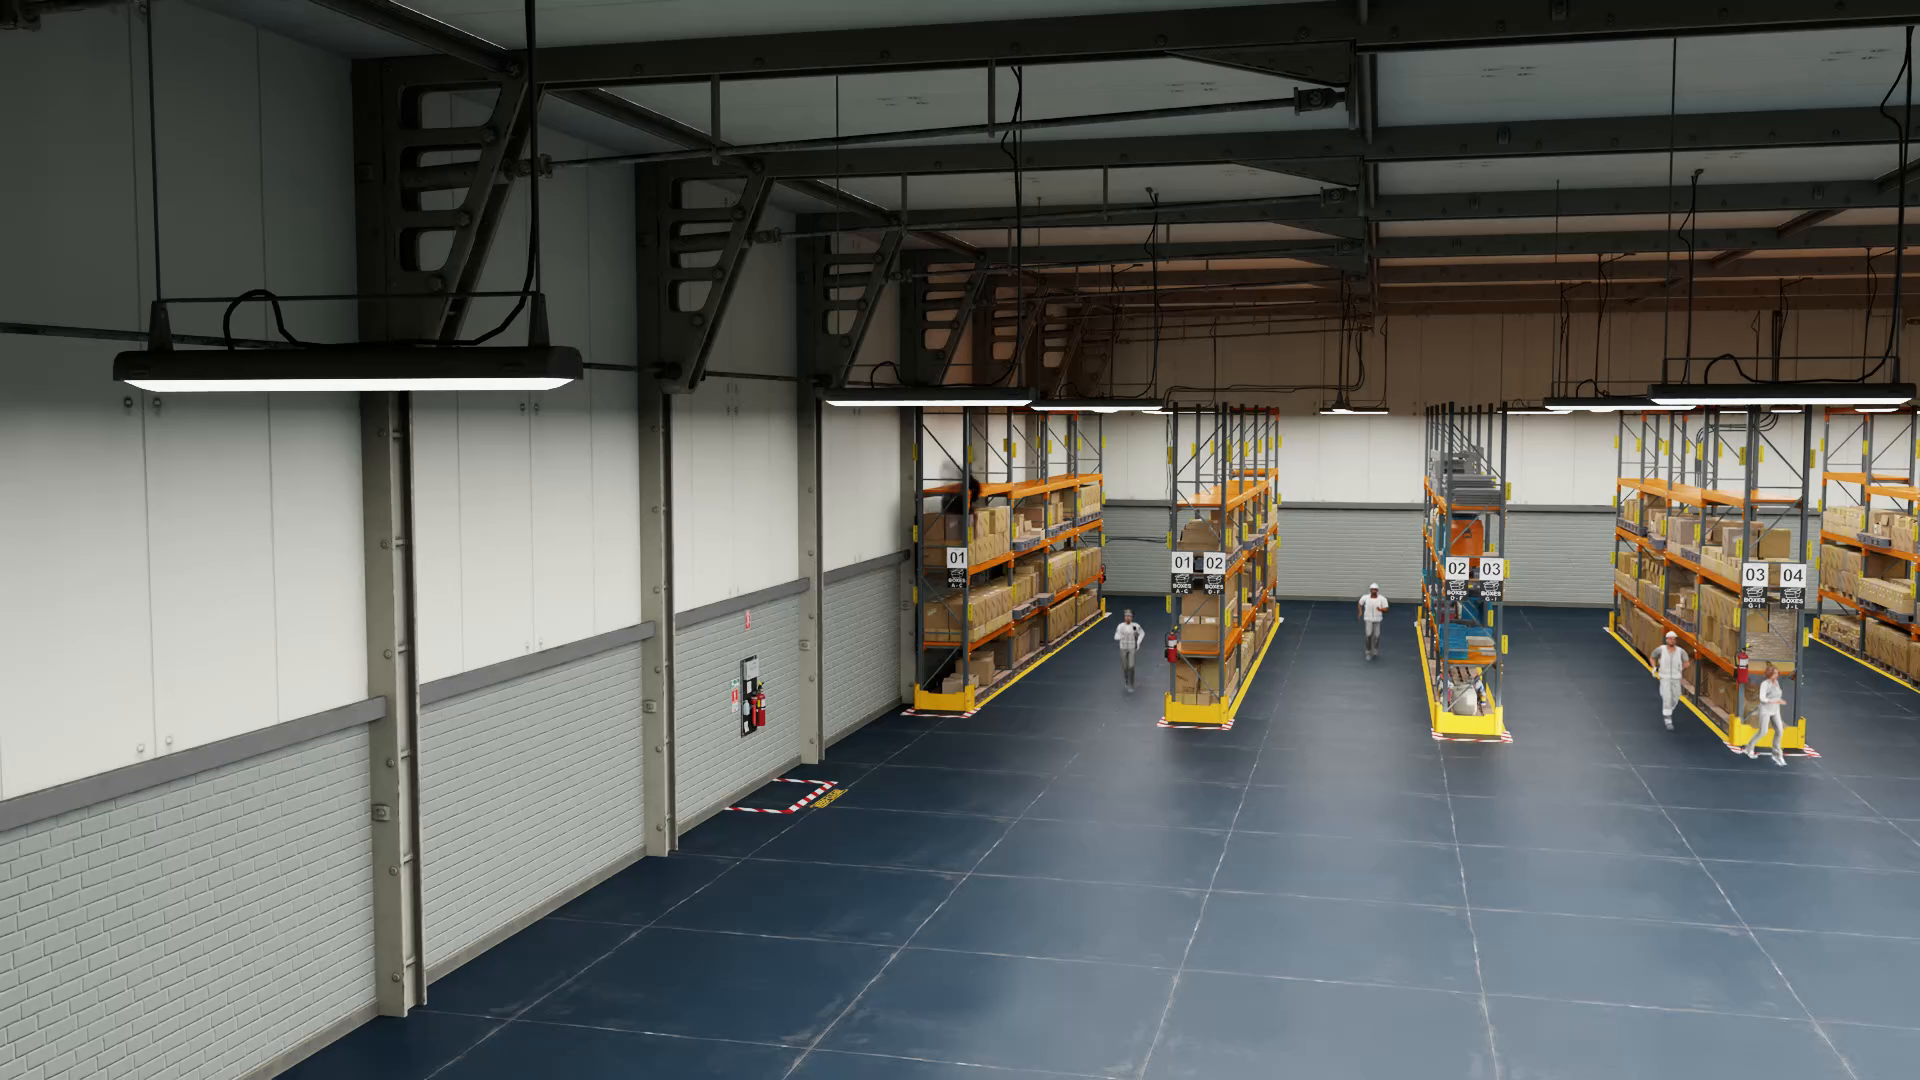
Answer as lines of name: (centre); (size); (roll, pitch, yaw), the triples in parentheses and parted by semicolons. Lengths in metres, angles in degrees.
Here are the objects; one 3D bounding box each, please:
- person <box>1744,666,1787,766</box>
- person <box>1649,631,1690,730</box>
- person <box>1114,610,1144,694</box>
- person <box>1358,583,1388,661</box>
person: (13.355, 2.897, 27.498); (0.559, 1.654, 0.721); (-2, 5, -29)
person: (13.052, 2.559, 30.551); (0.673, 1.777, 0.837); (1, 4, 10)
person: (3.517, 2.314, 34.695); (0.594, 1.745, 0.712); (1, 4, 14)
person: (9.771, 1.935, 39.329); (0.674, 1.828, 0.782); (1, 4, 11)
